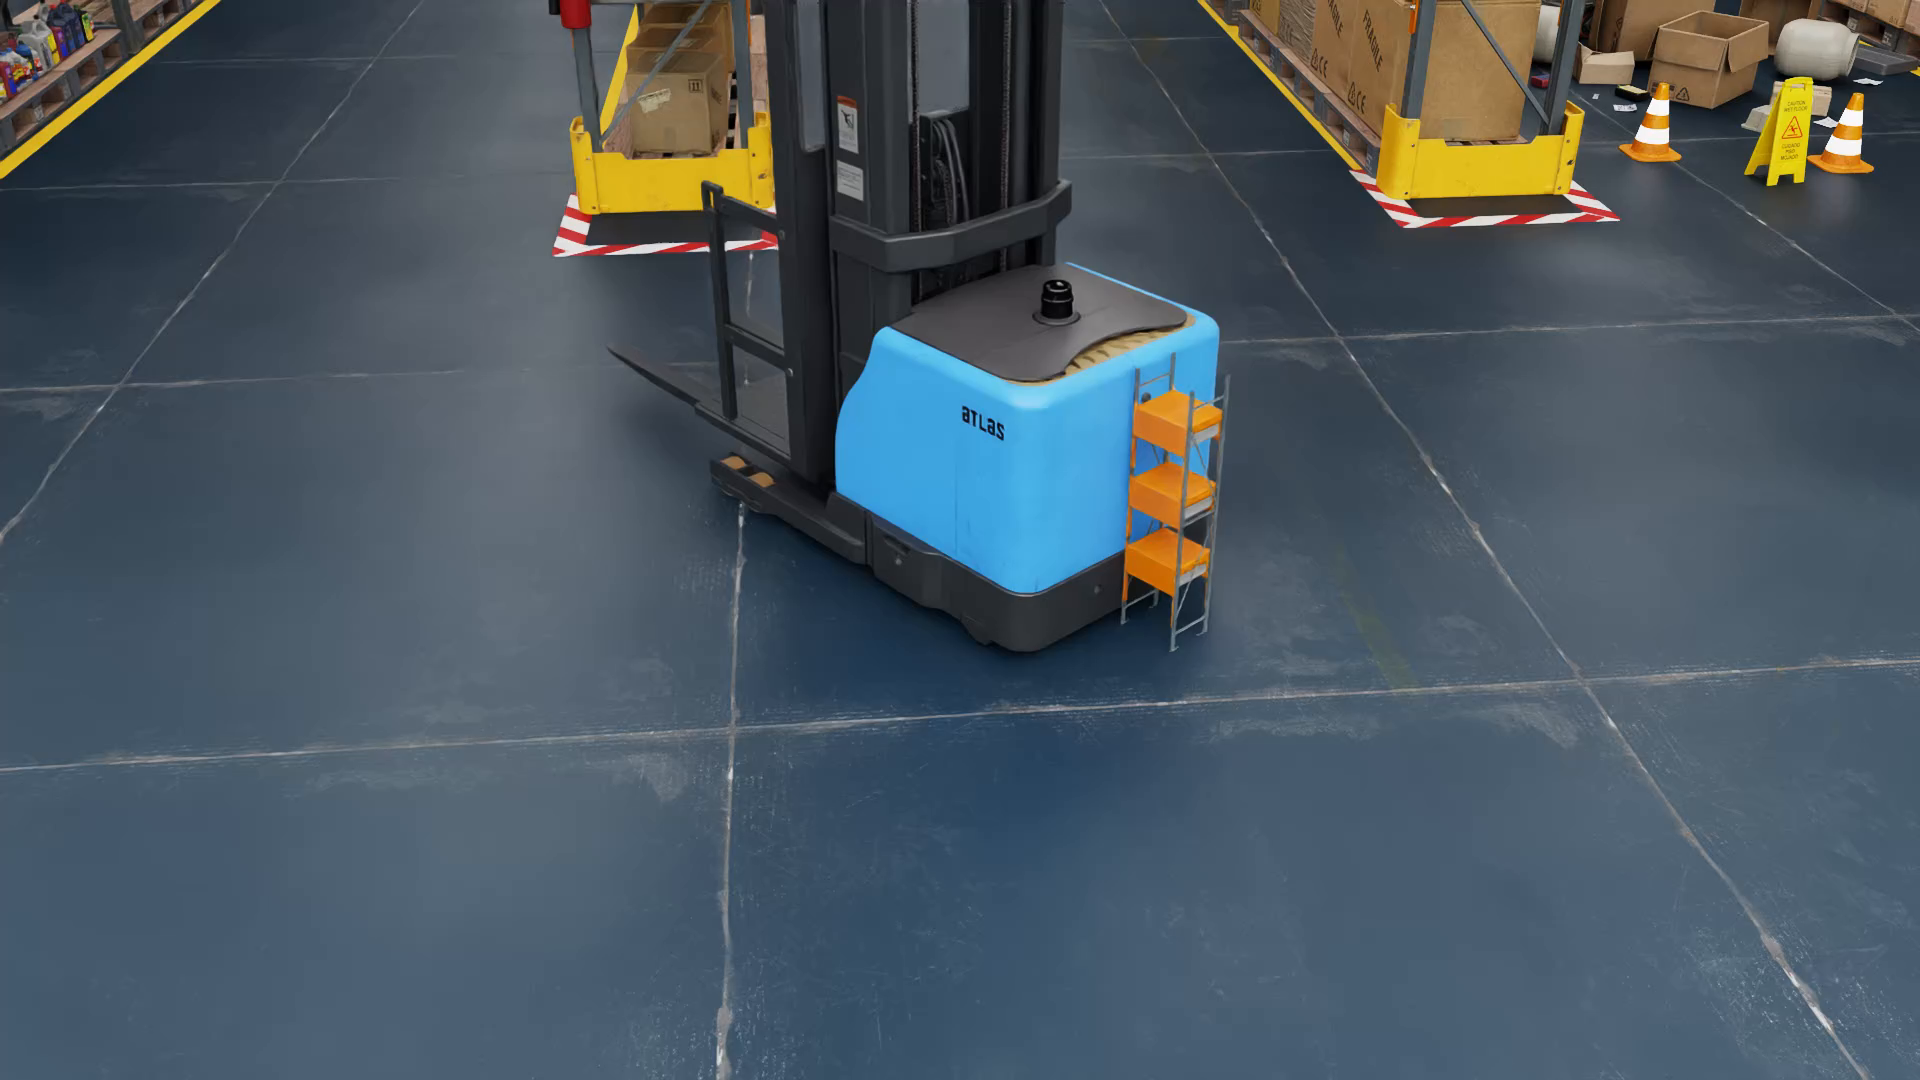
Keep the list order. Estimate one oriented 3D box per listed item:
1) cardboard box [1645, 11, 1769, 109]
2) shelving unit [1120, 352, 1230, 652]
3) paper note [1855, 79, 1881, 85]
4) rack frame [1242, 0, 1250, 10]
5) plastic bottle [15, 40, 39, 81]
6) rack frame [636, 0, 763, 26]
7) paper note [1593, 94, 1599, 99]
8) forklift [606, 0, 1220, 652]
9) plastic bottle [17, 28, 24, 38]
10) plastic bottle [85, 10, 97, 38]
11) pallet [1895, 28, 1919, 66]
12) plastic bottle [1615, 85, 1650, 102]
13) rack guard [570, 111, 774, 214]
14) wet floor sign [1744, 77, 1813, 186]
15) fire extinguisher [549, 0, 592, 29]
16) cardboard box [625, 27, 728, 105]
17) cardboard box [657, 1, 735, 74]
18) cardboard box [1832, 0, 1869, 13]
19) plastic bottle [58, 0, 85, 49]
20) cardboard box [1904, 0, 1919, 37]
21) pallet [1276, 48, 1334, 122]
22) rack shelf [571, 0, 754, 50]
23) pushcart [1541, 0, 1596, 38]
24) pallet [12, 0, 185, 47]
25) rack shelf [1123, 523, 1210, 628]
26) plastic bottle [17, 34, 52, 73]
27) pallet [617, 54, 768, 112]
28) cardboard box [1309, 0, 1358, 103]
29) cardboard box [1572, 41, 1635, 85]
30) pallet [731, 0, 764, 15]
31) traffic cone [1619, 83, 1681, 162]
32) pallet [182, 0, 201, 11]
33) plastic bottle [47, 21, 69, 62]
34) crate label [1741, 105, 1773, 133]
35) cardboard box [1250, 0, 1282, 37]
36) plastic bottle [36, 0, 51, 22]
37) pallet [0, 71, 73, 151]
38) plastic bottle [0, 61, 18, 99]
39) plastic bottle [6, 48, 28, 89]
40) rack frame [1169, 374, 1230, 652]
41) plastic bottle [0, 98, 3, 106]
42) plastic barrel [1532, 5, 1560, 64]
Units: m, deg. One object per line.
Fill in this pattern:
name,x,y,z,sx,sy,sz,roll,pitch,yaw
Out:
cardboard box,5.452,-3.508,12.133,0.637,0.503,0.797,27,40,37
shelving unit,0.758,-0.122,5.931,0.215,1.050,0.252,-25,39,-35
paper note,6.828,-3.451,12.497,0.142,0.019,0.148,-14,33,-22
rack frame,2.844,-5.558,13.130,1.000,3.000,0.127,-3,31,-5
plastic bottle,-6.581,-3.380,11.715,0.097,0.271,0.097,0,31,0
rack frame,-2.104,-5.372,12.818,1.000,3.000,0.127,-3,31,-5
paper note,4.659,-3.250,12.181,0.032,0.001,0.123,13,33,21
forklift,-0.407,-1.528,6.450,1.130,2.935,3.031,-25,39,-35
plastic bottle,-6.739,-3.561,12.007,0.061,0.283,0.133,-3,31,-5
plastic bottle,-6.691,-3.952,12.741,0.097,0.201,0.097,0,31,0
pallet,7.978,-3.684,12.712,1.003,0.211,1.213,-3,31,-5
plastic bottle,4.900,-3.280,12.181,0.133,0.061,0.283,-14,33,-22
rack guard,-1.737,-2.295,10.105,1.175,0.500,0.348,-3,31,-5
wet floor sign,5.192,-2.585,10.448,0.267,0.644,0.232,-8,32,-13
fire extinguisher,-2.178,-3.216,9.284,0.296,0.674,0.183,-3,31,-5
cardboard box,-1.862,-3.060,10.976,0.500,0.500,0.500,5,31,8
cardboard box,-1.909,-3.668,11.993,0.500,0.500,0.500,-5,31,-9
cardboard box,7.549,-4.532,13.685,0.500,0.250,0.500,-4,31,-7
plastic bottle,-6.688,-3.871,12.460,0.144,0.351,0.185,-4,31,-6
cardboard box,7.662,-3.990,12.776,0.500,0.250,0.500,-3,31,-5
pallet,2.954,-3.344,12.143,1.003,0.211,1.213,-3,31,-5
rack shelf,-1.917,-4.042,11.293,1.077,0.370,4.000,-3,31,-5
pushcart,5.498,-4.586,14.060,1.648,0.377,0.936,-14,33,-22
pallet,-7.147,-4.336,13.804,1.003,0.211,1.213,-3,31,-5
rack shelf,0.758,0.126,6.079,0.215,0.259,0.240,-25,39,-35
plastic bottle,-6.629,-3.493,11.900,0.152,0.276,0.135,-2,31,-4
pallet,-1.889,-3.209,11.917,1.003,0.211,1.213,-3,31,-5
cardboard box,3.004,-3.576,11.474,0.875,0.875,0.875,-3,31,-5
cardboard box,4.838,-3.595,12.509,0.396,0.266,0.258,2,31,4
pallet,-2.178,-4.572,14.199,1.003,0.211,1.213,-3,31,-5
traffic cone,4.582,-2.766,10.929,0.336,0.463,0.334,-3,31,-5
pallet,-7.264,-4.961,14.849,1.003,0.211,1.213,-3,31,-5
plastic bottle,-6.613,-3.663,12.177,0.061,0.283,0.133,-1,31,-1
crate label,5.603,-2.905,11.480,0.250,0.136,0.298,-20,36,-30
cardboard box,2.833,-4.501,13.024,0.875,0.875,0.875,-2,31,-4
plastic bottle,-6.831,-3.864,12.448,0.144,0.351,0.185,-3,31,-5
pallet,-6.897,-2.968,11.513,1.003,0.211,1.213,-3,31,-5
plastic bottle,-6.523,-3.172,11.355,0.061,0.283,0.133,-2,31,-4
plastic bottle,-6.562,-3.277,11.542,0.097,0.271,0.097,0,31,0
rack frame,0.841,-0.076,5.853,0.200,1.050,0.008,-25,39,-35
plastic bottle,-6.520,-3.050,11.163,0.097,0.271,0.097,0,31,0
plastic barrel,4.477,-3.946,12.944,0.512,0.421,0.421,20,36,29
